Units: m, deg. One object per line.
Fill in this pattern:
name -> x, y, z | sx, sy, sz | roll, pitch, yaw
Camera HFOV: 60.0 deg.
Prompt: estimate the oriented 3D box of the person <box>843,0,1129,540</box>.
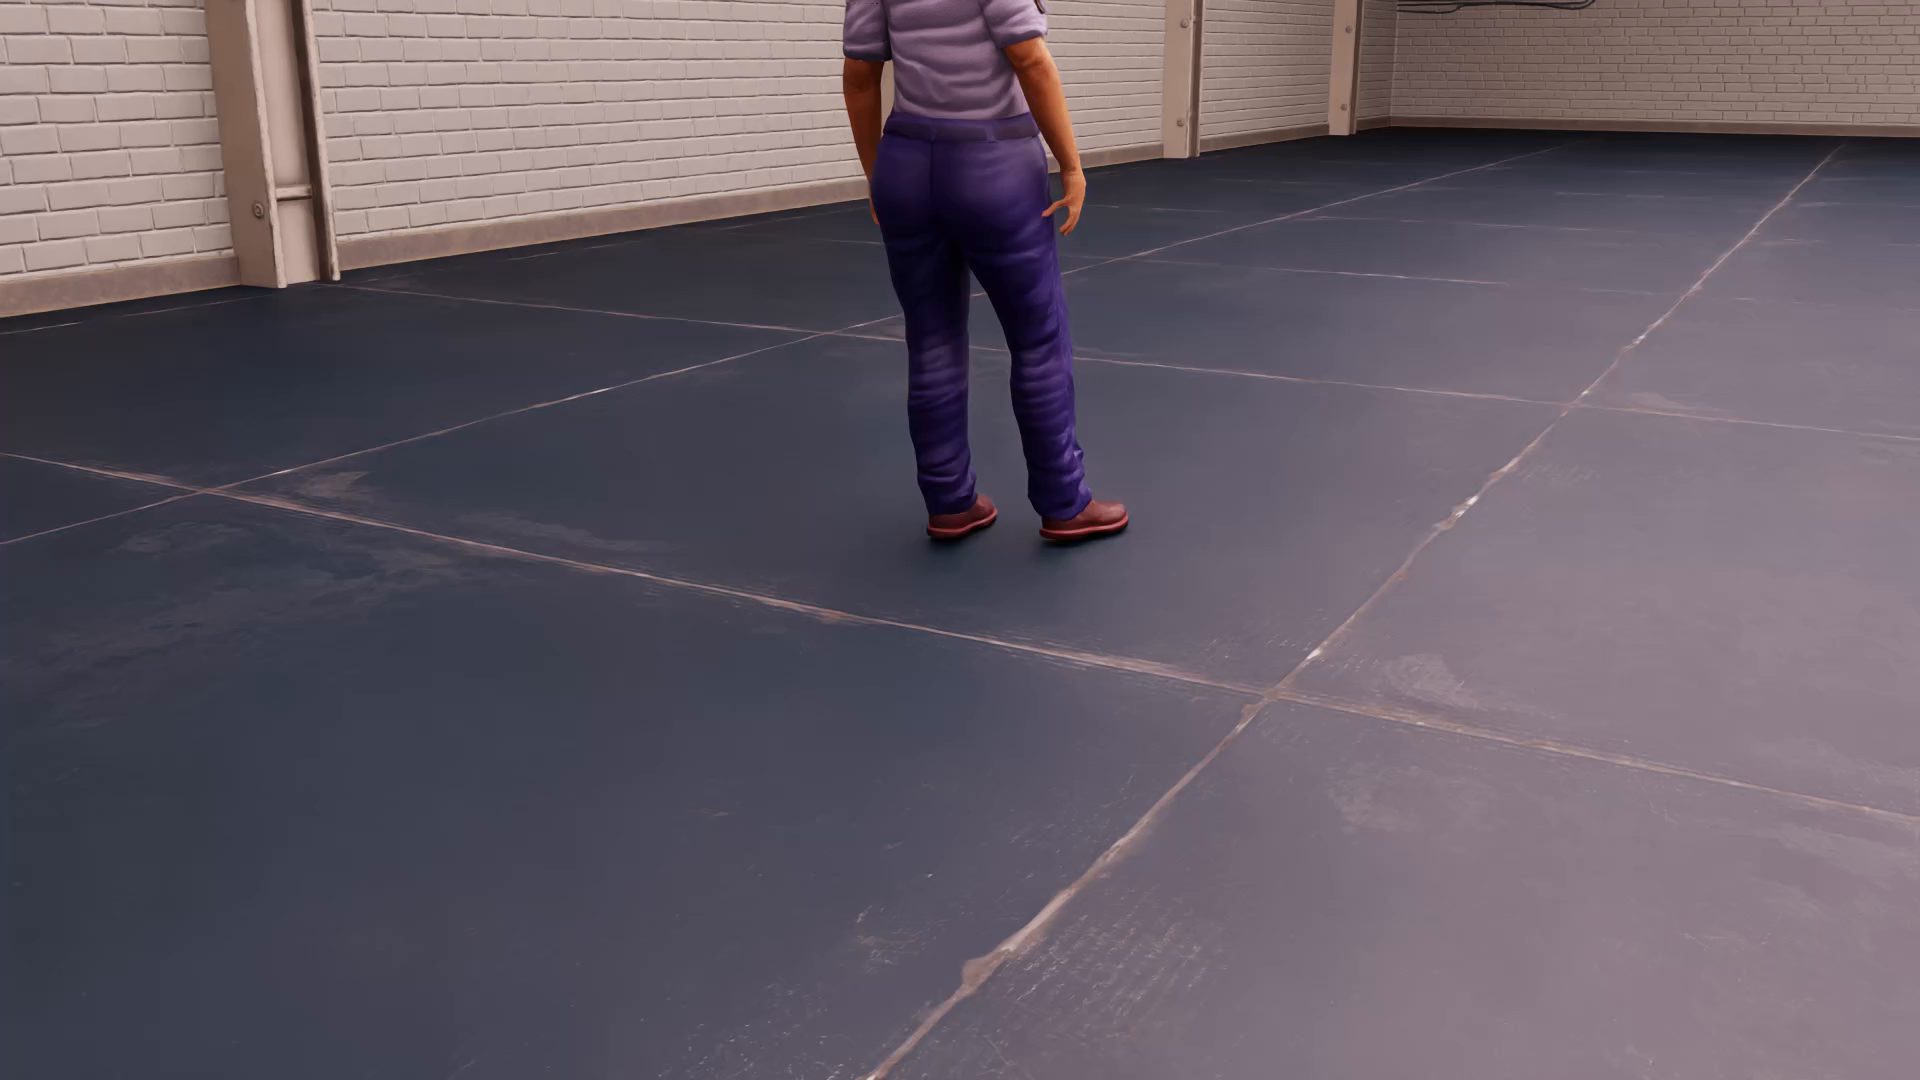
person -> 0.063, -0.816, 3.870 | 0.599, 1.650, 0.503 | 9, 19, 28
